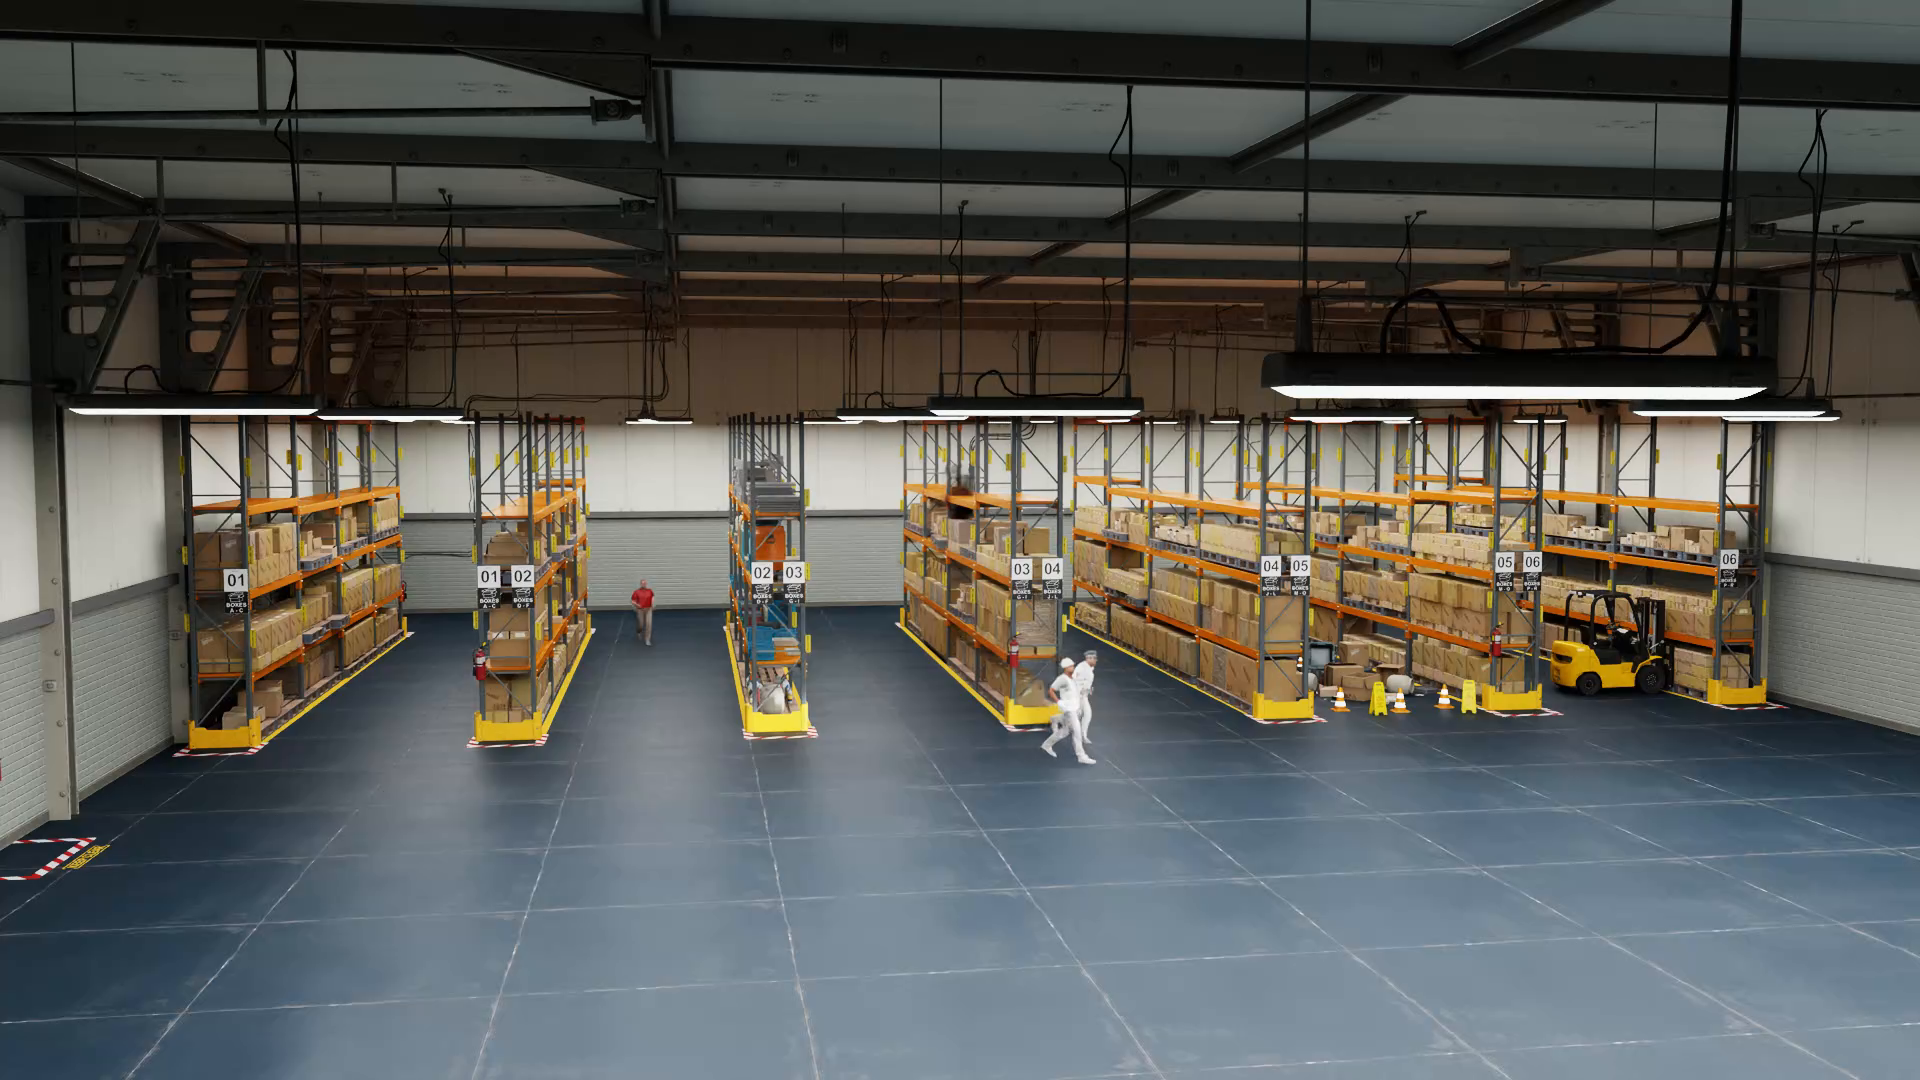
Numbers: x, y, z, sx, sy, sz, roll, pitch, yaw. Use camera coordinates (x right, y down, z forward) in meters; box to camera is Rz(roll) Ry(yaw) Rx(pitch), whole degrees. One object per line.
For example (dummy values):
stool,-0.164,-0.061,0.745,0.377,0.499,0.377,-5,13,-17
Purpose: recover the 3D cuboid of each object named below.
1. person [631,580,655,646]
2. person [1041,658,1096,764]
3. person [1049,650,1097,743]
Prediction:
person,-8.310,1.902,43.720,0.663,1.721,0.901,-2,4,-25
person,1.841,2.883,28.221,1.001,1.766,0.676,1,4,18
person,2.077,2.844,30.310,0.902,1.724,0.664,1,4,21
